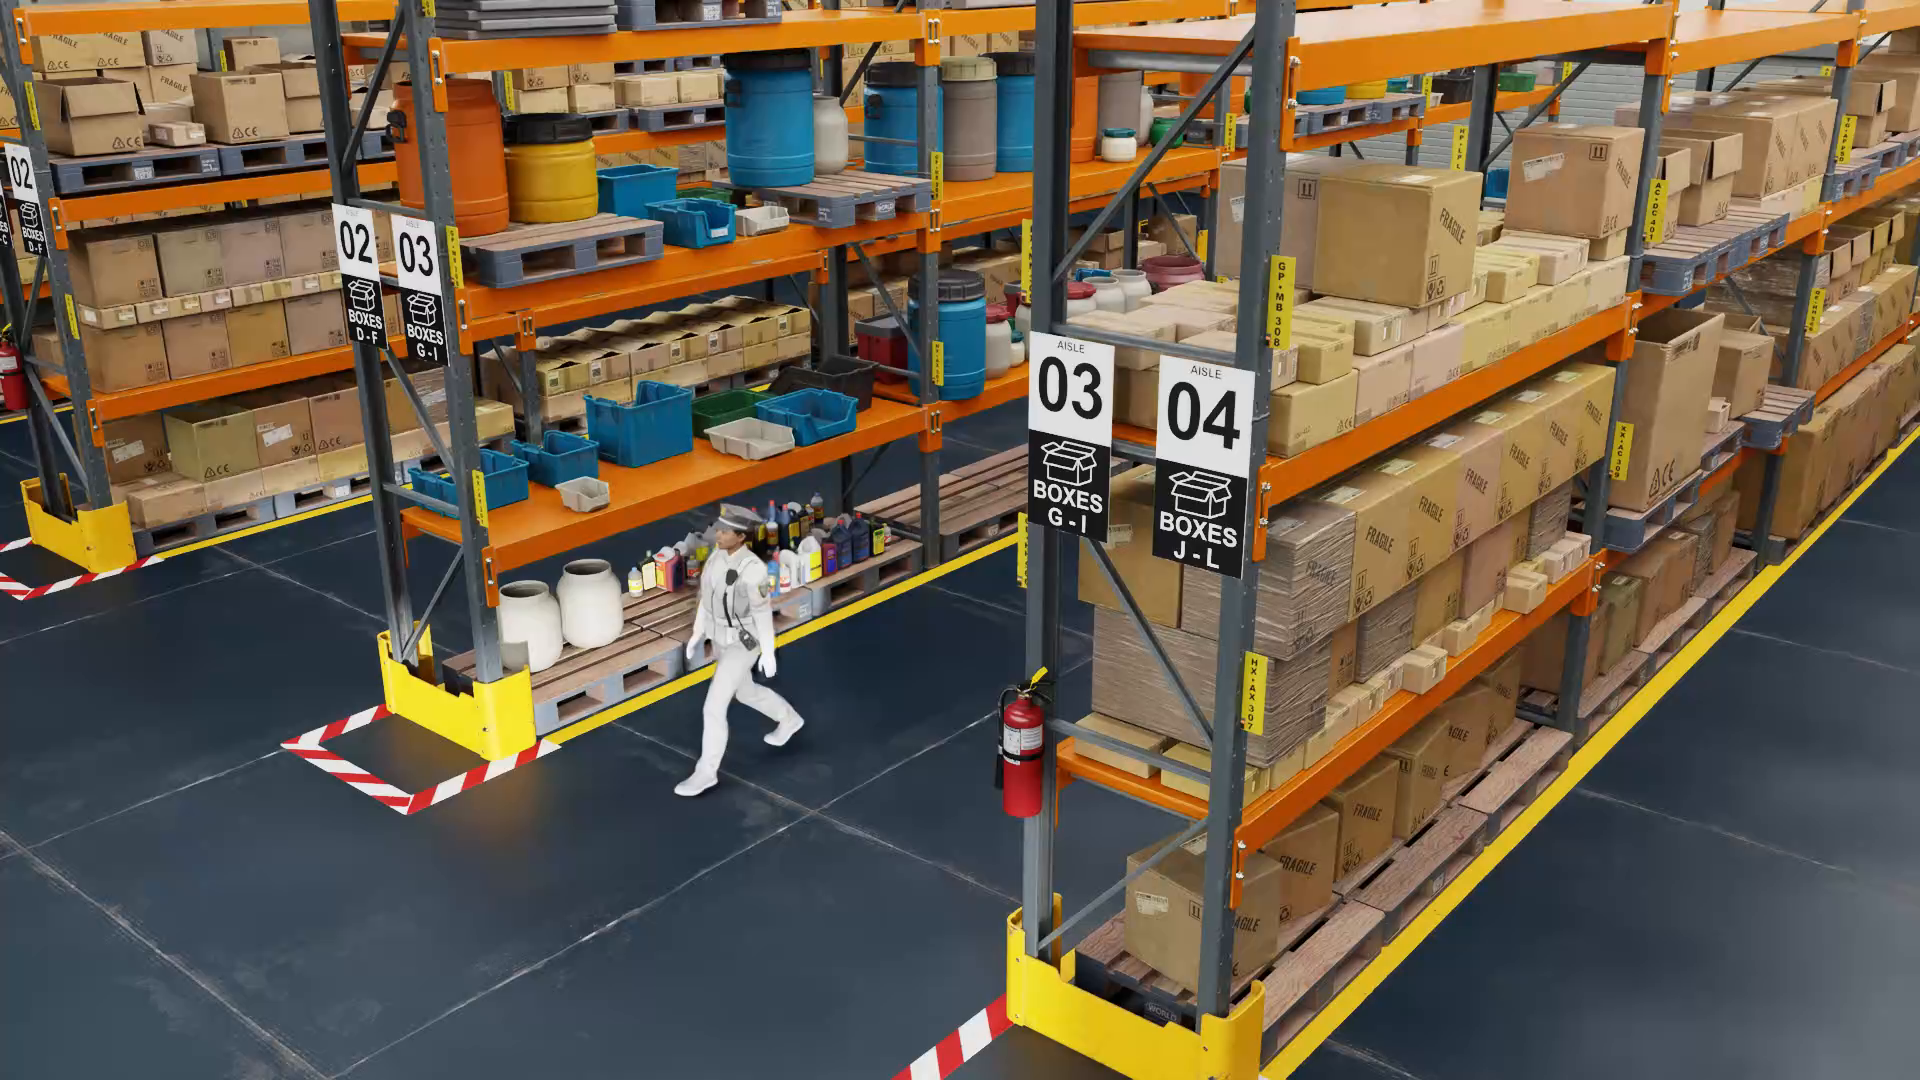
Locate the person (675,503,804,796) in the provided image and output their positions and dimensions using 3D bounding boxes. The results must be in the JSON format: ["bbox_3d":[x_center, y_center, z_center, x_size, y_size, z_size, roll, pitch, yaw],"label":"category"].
[{"bbox_3d":[-1.296,0.560,9.504,0.962,1.642,0.503,-16,26,-36],"label":"person"}]
